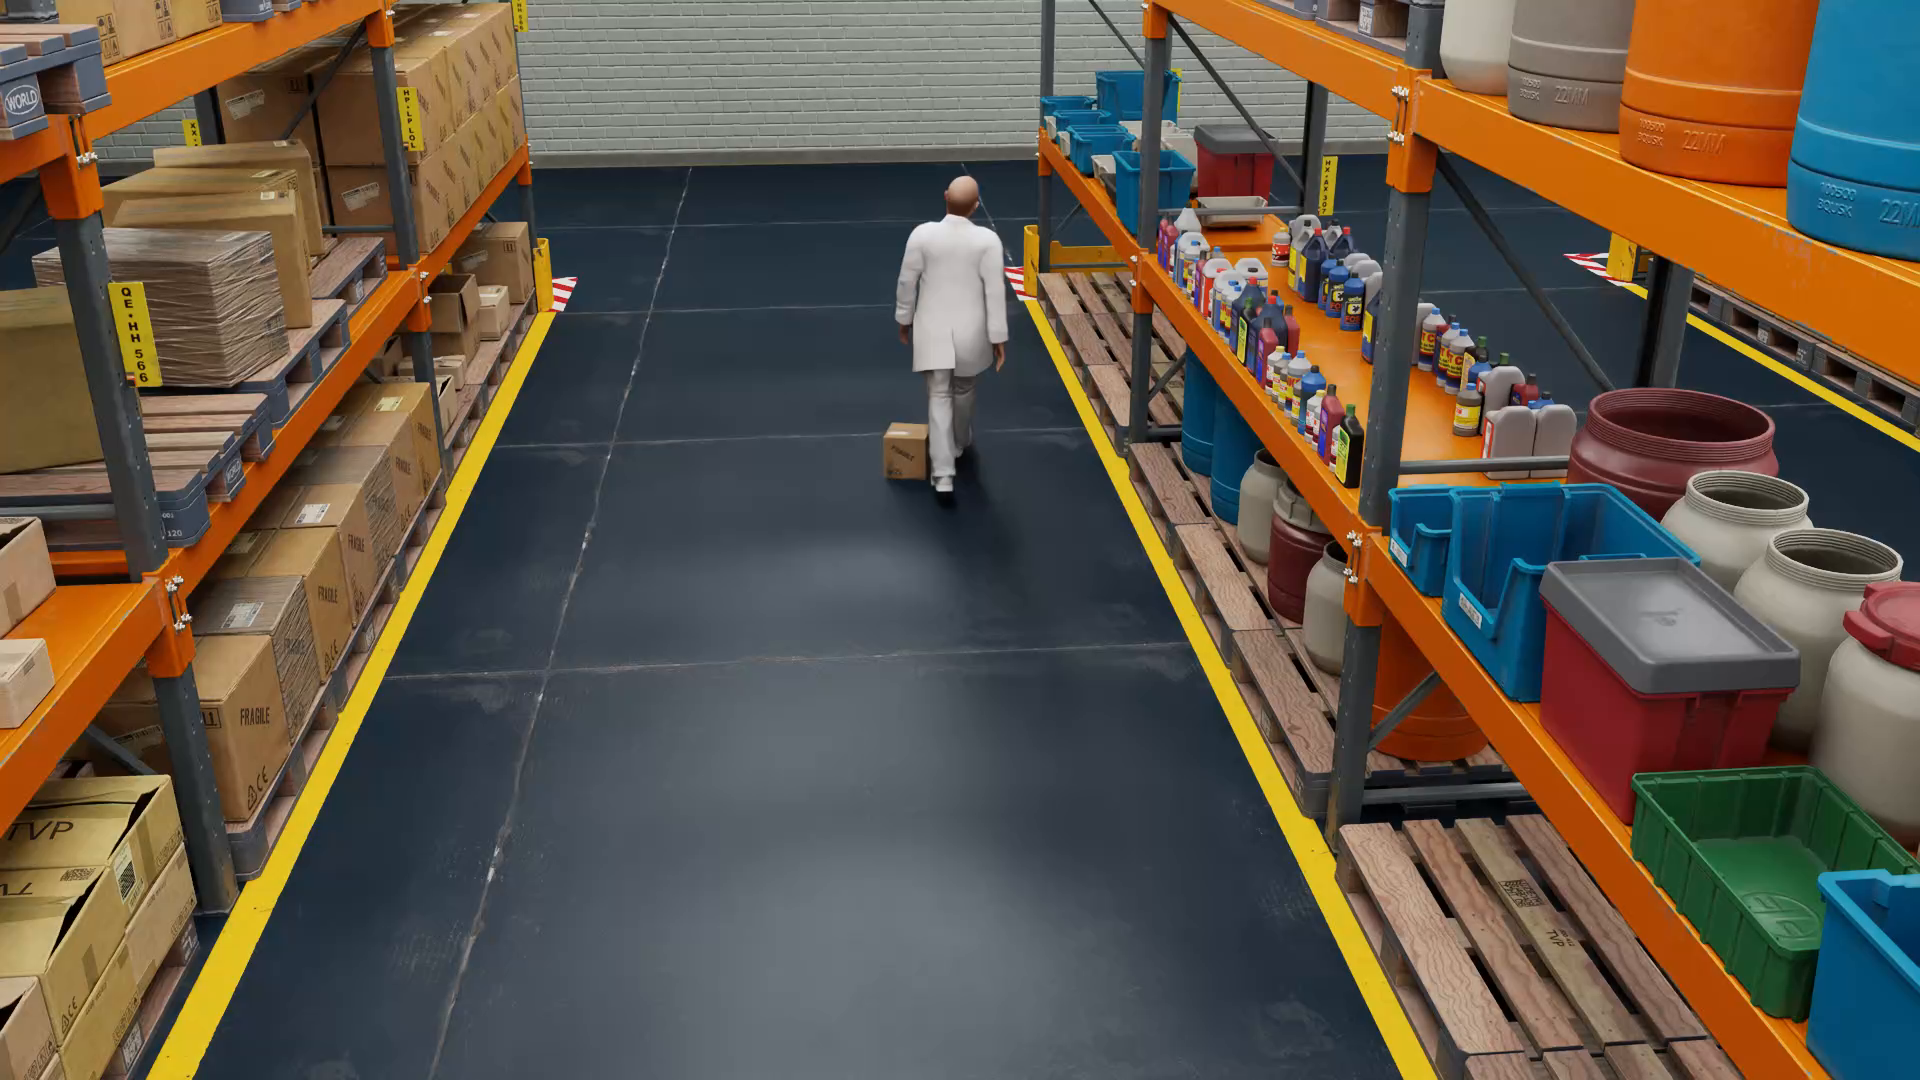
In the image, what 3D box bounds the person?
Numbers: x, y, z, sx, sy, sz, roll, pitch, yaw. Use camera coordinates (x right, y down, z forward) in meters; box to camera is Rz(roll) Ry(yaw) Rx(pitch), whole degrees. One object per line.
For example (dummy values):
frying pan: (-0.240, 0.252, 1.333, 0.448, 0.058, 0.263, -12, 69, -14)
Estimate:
person: (-0.048, -1.200, 9.386, 0.640, 1.725, 1.092, 0, 23, 0)
